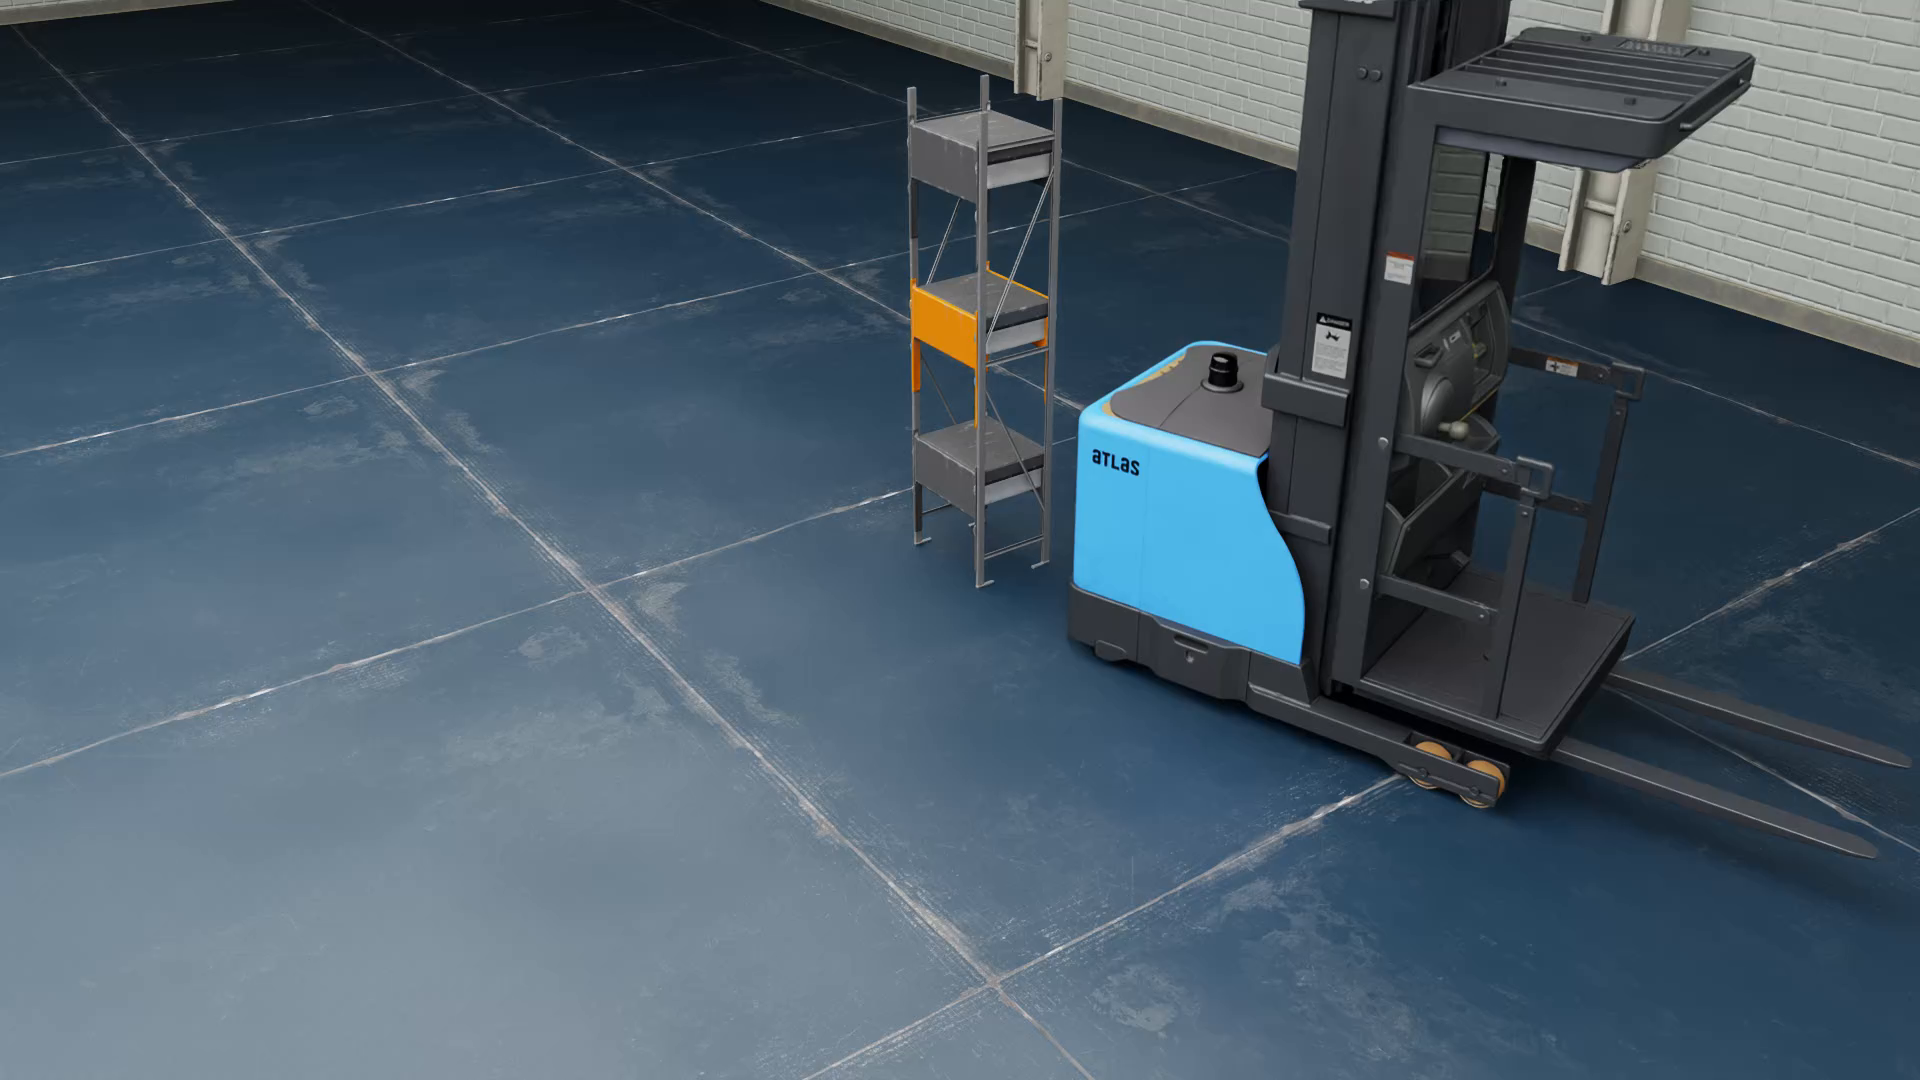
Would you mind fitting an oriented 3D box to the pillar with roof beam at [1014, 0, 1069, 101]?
[{"bbox_3d":[-2.773,-6.864,10.961,9.100,9.000,0.400,-19,34,-31],"label":"pillar with roof beam"}]

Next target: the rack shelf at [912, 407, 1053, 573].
[{"bbox_3d":[0.096,-0.231,7.471,0.431,0.518,0.480,-19,34,-31],"label":"rack shelf"}]

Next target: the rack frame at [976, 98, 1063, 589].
[{"bbox_3d":[0.238,-0.763,6.956,0.400,2.100,0.015,-19,34,-31],"label":"rack frame"}]

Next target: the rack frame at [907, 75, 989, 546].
[{"bbox_3d":[-0.046,-0.953,7.305,0.400,2.100,0.015,-19,34,-31],"label":"rack frame"}]

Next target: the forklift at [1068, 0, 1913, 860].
[{"bbox_3d":[1.937,-0.614,5.809,3.031,2.935,1.130,19,34,31],"label":"forklift"}]

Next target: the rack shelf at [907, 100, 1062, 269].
[{"bbox_3d":[0.096,-1.461,6.803,0.431,0.518,0.480,-19,34,-31],"label":"rack shelf"}]

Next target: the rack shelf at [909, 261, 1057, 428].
[{"bbox_3d":[0.096,-0.846,7.137,0.431,0.518,0.480,-19,34,-31],"label":"rack shelf"}]

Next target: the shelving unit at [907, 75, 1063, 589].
[{"bbox_3d":[0.096,-0.858,7.130,0.431,2.100,0.503,-19,34,-31],"label":"shelving unit"}]

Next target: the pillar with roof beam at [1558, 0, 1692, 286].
[{"bbox_3d":[0.708,-4.532,6.666,9.100,9.000,0.400,-19,34,-31],"label":"pillar with roof beam"}]
